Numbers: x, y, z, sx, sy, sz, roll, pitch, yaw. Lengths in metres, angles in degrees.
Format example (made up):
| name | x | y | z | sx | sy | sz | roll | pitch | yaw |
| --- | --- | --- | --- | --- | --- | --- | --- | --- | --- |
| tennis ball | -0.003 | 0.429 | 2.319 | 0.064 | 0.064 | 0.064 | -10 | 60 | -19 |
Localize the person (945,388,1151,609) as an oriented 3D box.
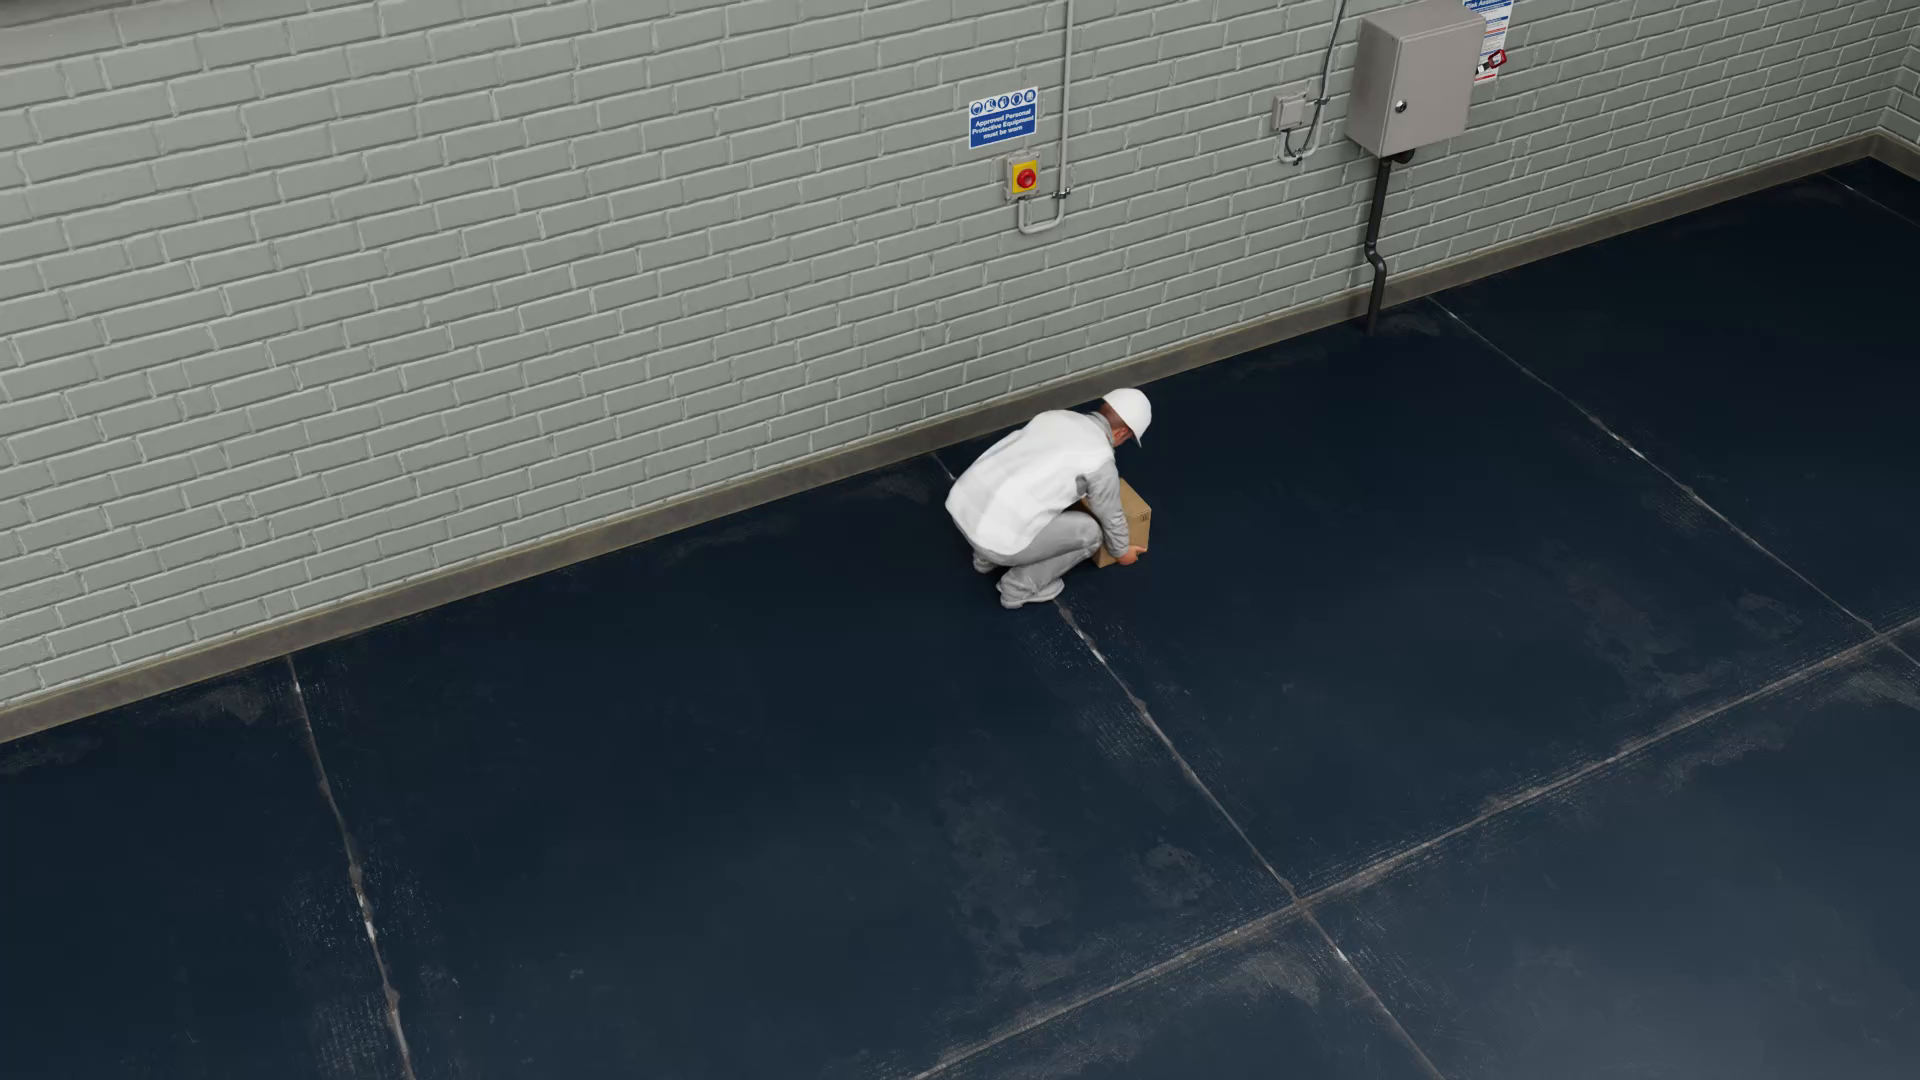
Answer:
| name | x | y | z | sx | sy | sz | roll | pitch | yaw |
| --- | --- | --- | --- | --- | --- | --- | --- | --- | --- |
| person | 0.406 | -0.159 | 7.142 | 0.958 | 0.868 | 0.524 | -19 | 45 | -21 |
